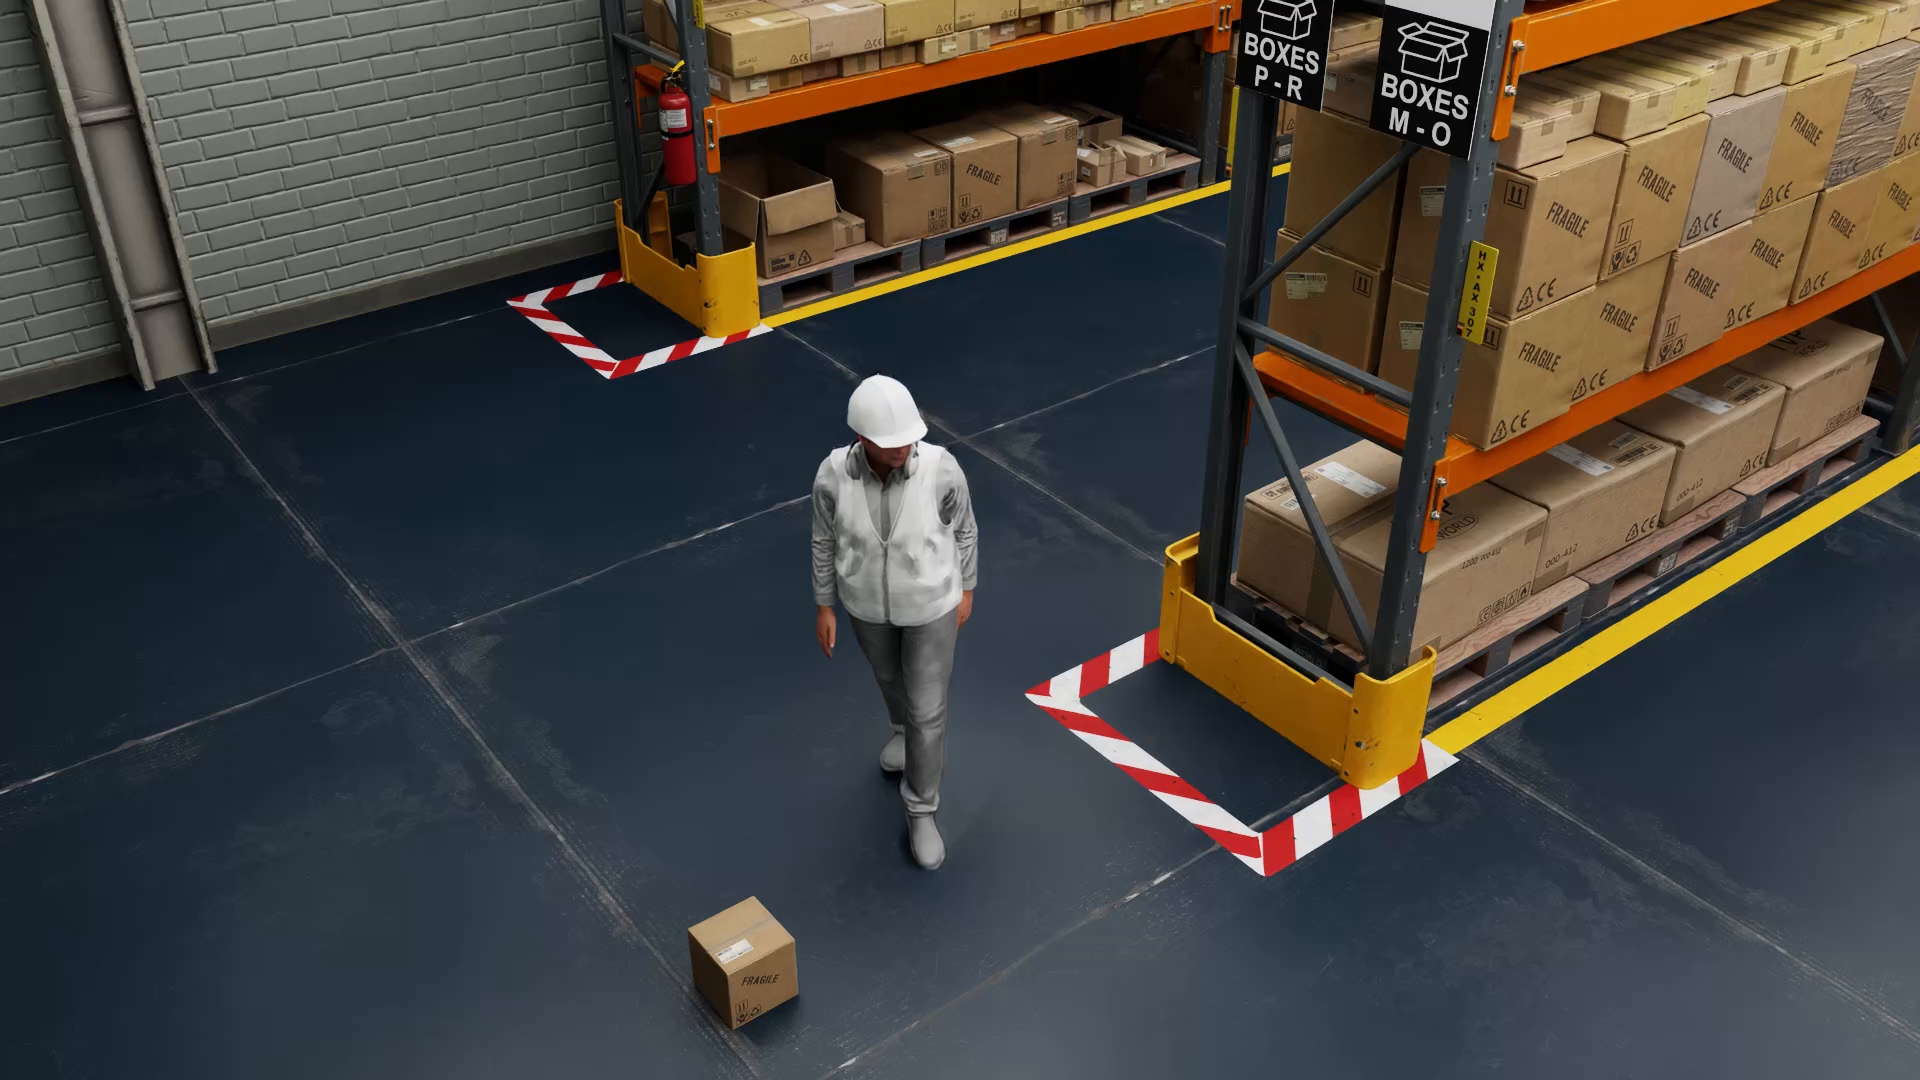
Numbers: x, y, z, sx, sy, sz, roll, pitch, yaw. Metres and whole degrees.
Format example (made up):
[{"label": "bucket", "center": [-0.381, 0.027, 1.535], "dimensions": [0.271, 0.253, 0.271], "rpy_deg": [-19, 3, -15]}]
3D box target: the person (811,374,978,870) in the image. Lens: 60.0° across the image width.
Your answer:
[{"label": "person", "center": [-0.224, 0.211, 5.778], "dimensions": [0.551, 1.781, 0.741], "rpy_deg": [7, 33, 10]}]
